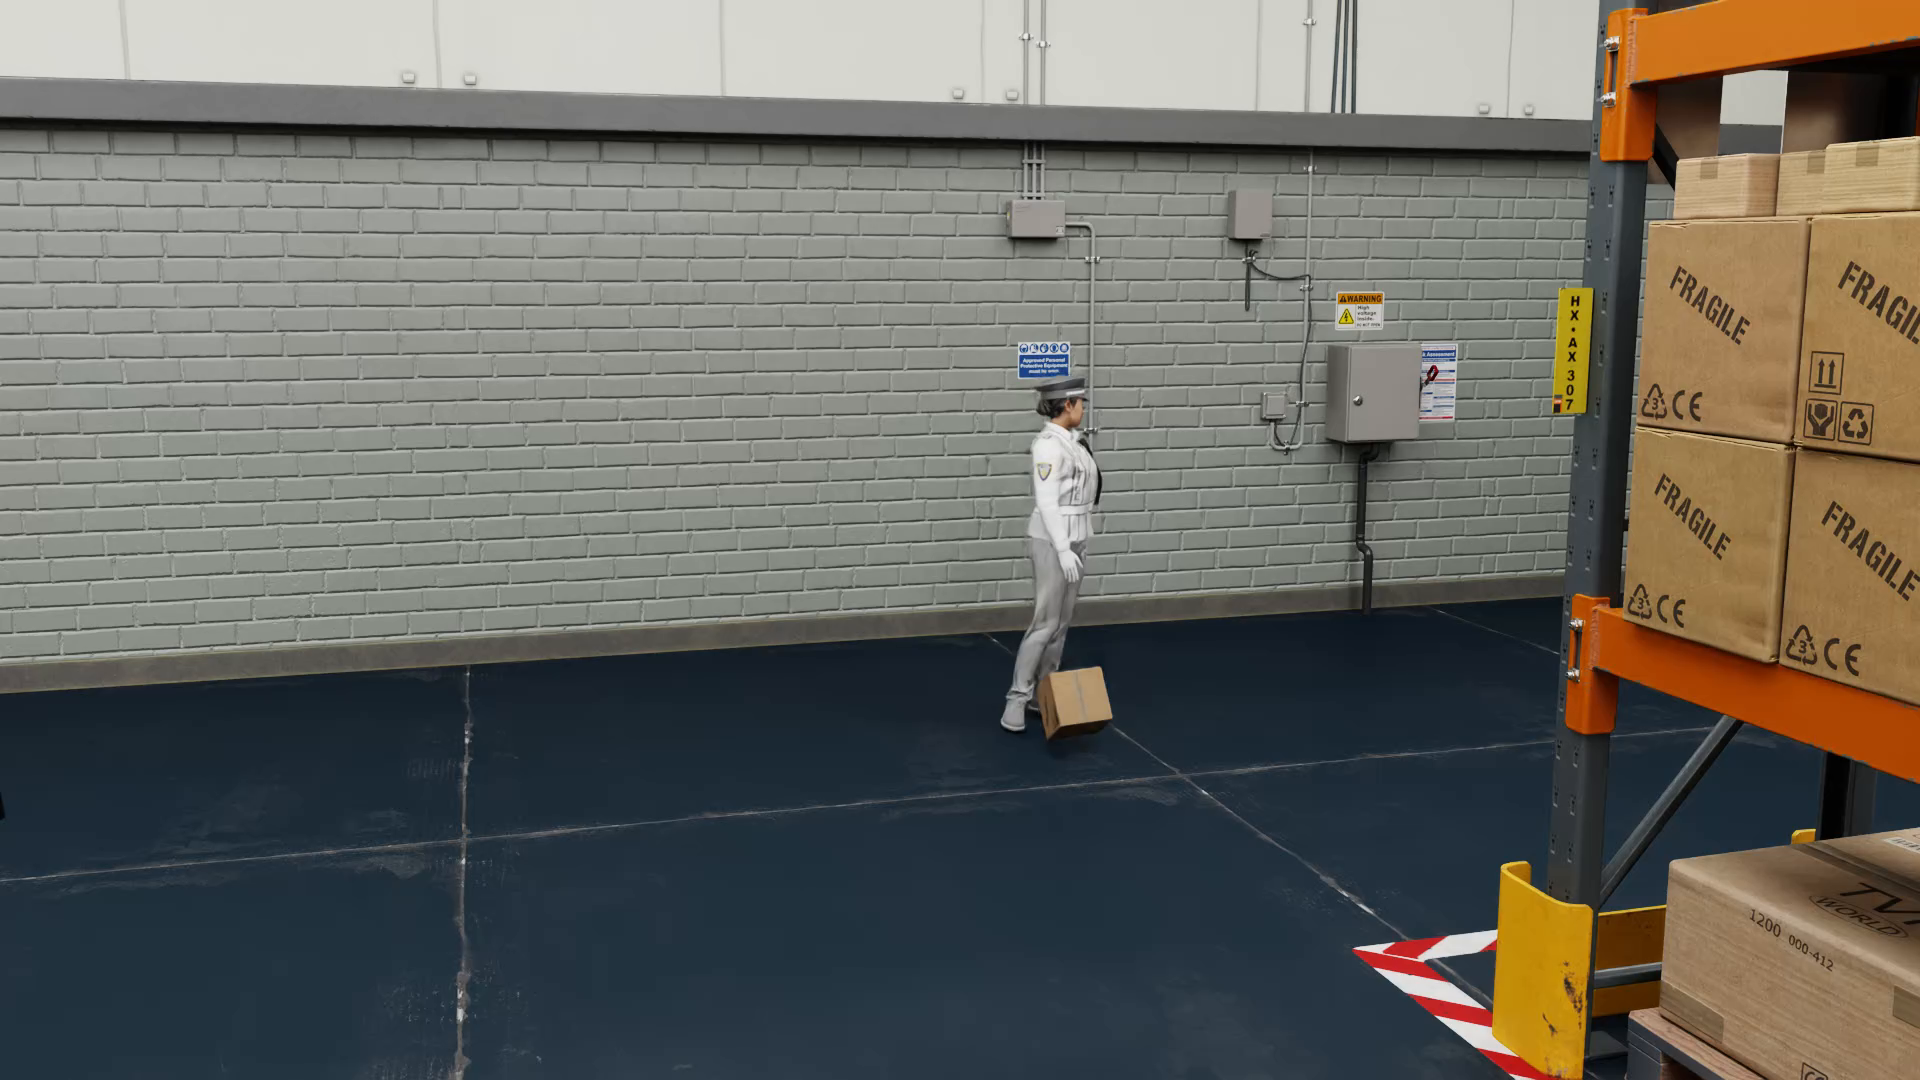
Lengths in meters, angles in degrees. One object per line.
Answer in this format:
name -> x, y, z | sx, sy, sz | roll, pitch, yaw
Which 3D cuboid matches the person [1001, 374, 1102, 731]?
person -> 0.440, 0.046, 7.996 | 0.400, 1.673, 0.621 | 4, 10, 21
